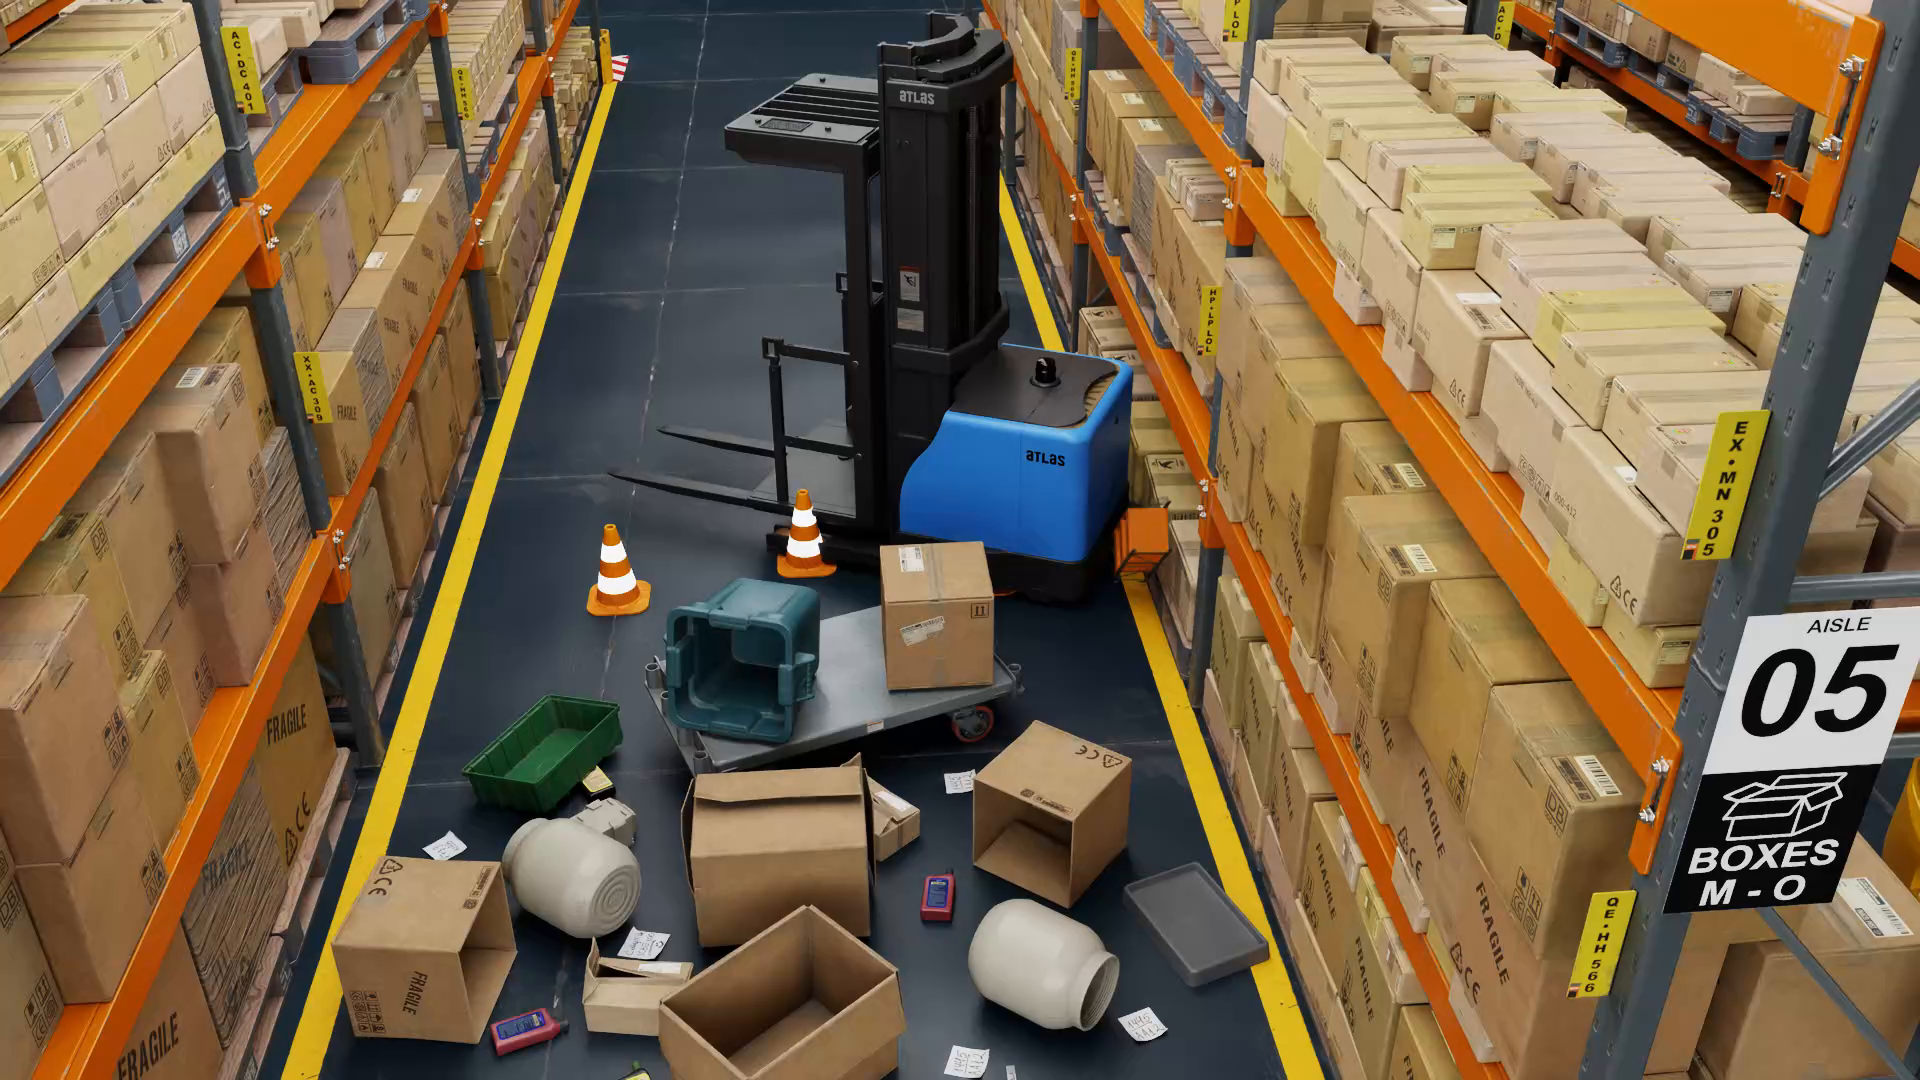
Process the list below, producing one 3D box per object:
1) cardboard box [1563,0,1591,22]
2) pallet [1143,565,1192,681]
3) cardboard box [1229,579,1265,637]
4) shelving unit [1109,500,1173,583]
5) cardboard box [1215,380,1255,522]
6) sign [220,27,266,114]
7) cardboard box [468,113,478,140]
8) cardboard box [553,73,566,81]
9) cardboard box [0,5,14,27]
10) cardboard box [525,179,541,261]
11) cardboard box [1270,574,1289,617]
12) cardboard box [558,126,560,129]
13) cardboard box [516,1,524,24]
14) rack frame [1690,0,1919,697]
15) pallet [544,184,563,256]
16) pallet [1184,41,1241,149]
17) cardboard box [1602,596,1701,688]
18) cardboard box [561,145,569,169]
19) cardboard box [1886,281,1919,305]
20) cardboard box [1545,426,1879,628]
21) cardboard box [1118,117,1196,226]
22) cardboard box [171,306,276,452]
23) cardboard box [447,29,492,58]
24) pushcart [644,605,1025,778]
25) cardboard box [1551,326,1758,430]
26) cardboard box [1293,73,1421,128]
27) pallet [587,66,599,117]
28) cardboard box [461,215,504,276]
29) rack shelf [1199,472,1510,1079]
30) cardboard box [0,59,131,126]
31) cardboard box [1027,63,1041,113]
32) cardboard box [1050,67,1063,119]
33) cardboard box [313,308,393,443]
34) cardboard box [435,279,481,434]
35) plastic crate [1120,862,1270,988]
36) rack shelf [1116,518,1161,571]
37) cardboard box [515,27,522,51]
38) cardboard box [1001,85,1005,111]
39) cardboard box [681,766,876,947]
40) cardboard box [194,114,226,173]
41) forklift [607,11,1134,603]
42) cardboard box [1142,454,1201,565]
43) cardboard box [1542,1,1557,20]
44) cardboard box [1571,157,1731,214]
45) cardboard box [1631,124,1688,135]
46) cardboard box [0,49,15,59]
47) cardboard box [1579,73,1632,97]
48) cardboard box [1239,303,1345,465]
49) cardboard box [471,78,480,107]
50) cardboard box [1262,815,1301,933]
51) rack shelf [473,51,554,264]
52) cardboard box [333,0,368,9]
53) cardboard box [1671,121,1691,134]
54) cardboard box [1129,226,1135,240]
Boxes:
[{"bbox_3d":[5.672,-4.783,14.325,0.700,0.500,0.500,-2,31,-3],"label":"cardboard box"},{"bbox_3d":[1.581,0.307,9.031,1.003,0.211,1.213,-3,31,-5],"label":"pallet"},{"bbox_3d":[1.393,0.288,7.251,0.380,0.149,0.250,-2,31,-4],"label":"cardboard box"},{"bbox_3d":[0.947,0.020,8.796,0.215,0.252,1.050,0,-10,-1],"label":"shelving unit"},{"bbox_3d":[1.419,-0.426,7.150,0.500,0.500,0.500,-3,31,-5],"label":"cardboard box"},{"bbox_3d":[-2.712,-1.775,6.291,0.100,0.325,0.005,-3,31,-5],"label":"sign"},{"bbox_3d":[-3.529,-2.832,11.401,0.380,0.149,0.250,-1,31,-2],"label":"cardboard box"},{"bbox_3d":[-3.974,-4.358,15.911,0.380,0.149,0.250,-4,31,-7],"label":"cardboard box"},{"bbox_3d":[-8.756,-4.695,14.930,0.380,0.149,0.250,-3,31,-5],"label":"cardboard box"},{"bbox_3d":[-3.600,-2.506,13.048,0.500,0.500,0.500,-3,31,-6],"label":"cardboard box"},{"bbox_3d":[1.484,0.180,6.769,0.380,0.149,0.250,-2,31,-3],"label":"cardboard box"},{"bbox_3d":[-3.840,-3.698,15.097,0.380,0.149,0.250,-3,31,-4],"label":"cardboard box"},{"bbox_3d":[-3.778,-4.295,13.561,0.380,0.149,0.250,-2,31,-3],"label":"cardboard box"},{"bbox_3d":[2.029,-1.026,2.693,1.000,3.000,0.127,-3,31,-5],"label":"rack frame"},{"bbox_3d":[-3.937,-2.694,14.055,1.003,0.211,1.213,-3,31,-5],"label":"pallet"},{"bbox_3d":[1.703,-2.020,7.465,1.213,0.211,1.003,-3,31,-5],"label":"pallet"},{"bbox_3d":[1.717,0.200,3.809,0.380,0.149,0.250,-3,31,-4],"label":"cardboard box"},{"bbox_3d":[-3.726,-3.446,14.965,0.380,0.149,0.250,-4,31,-7],"label":"cardboard box"},{"bbox_3d":[6.336,-1.283,10.880,0.875,0.625,0.625,-2,31,-3],"label":"cardboard box"},{"bbox_3d":[1.713,-0.050,3.840,0.500,0.250,0.500,-3,31,-5],"label":"cardboard box"},{"bbox_3d":[1.205,-2.109,9.558,0.500,0.500,0.500,-2,31,-4],"label":"cardboard box"},{"bbox_3d":[-3.264,-0.542,6.533,0.875,0.550,0.550,-3,31,-5],"label":"cardboard box"},{"bbox_3d":[-3.632,-3.618,12.137,0.380,0.149,0.250,-3,31,-5],"label":"cardboard box"},{"bbox_3d":[-0.610,0.768,8.097,1.648,0.377,0.936,-14,33,-22],"label":"pushcart"},{"bbox_3d":[1.675,-0.394,4.028,0.380,0.149,0.250,-3,31,-5],"label":"cardboard box"},{"bbox_3d":[1.428,-1.572,5.999,0.380,0.149,0.250,-4,31,-6],"label":"cardboard box"},{"bbox_3d":[-4.337,-4.678,17.377,1.003,0.211,1.213,-3,31,-5],"label":"pallet"},{"bbox_3d":[-3.461,-2.039,11.536,0.500,0.250,0.500,-4,31,-7],"label":"cardboard box"},{"bbox_3d":[1.842,0.837,6.125,1.077,0.370,4.000,-3,31,-5],"label":"rack shelf"},{"bbox_3d":[-2.843,-1.393,5.193,0.380,0.149,0.250,-2,31,-4],"label":"cardboard box"},{"bbox_3d":[0.805,-3.494,12.820,0.500,0.250,0.500,-3,31,-5],"label":"cardboard box"},{"bbox_3d":[0.931,-3.182,11.811,0.500,0.250,0.500,-4,31,-6],"label":"cardboard box"},{"bbox_3d":[-3.093,-0.786,8.044,0.500,0.500,0.500,-3,31,-4],"label":"cardboard box"},{"bbox_3d":[-3.670,-1.146,10.527,1.050,0.750,0.750,-3,31,-5],"label":"cardboard box"},{"bbox_3d":[0.985,1.601,6.991,0.402,0.080,0.583,-14,33,-22],"label":"plastic crate"},{"bbox_3d":[0.947,0.022,8.806,0.215,0.240,0.259,0,-10,-1],"label":"rack shelf"},{"bbox_3d":[-3.752,-4.035,13.416,0.380,0.149,0.250,-3,31,-4],"label":"cardboard box"},{"bbox_3d":[0.871,-4.440,16.348,0.875,0.438,0.875,-4,31,-6],"label":"cardboard box"},{"bbox_3d":[-0.752,1.310,6.934,0.797,0.637,0.503,-3,31,-5],"label":"cardboard box"},{"bbox_3d":[-2.912,-1.437,6.043,0.380,0.149,0.250,-3,31,-5],"label":"cardboard box"},{"bbox_3d":[-0.585,-1.367,9.180,3.031,2.935,1.130,11,32,17],"label":"forklift"},{"bbox_3d":[1.533,-0.180,9.279,0.950,0.372,0.625,-1,31,-1],"label":"cardboard box"},{"bbox_3d":[5.568,-4.860,15.206,0.380,0.149,0.250,-2,31,-4],"label":"cardboard box"},{"bbox_3d":[2.142,-1.077,5.170,0.380,0.149,0.250,-2,31,-4],"label":"cardboard box"},{"bbox_3d":[5.802,-3.343,13.818,0.380,0.149,0.250,-2,31,-3],"label":"cardboard box"},{"bbox_3d":[-3.497,-1.516,5.786,0.500,0.250,0.500,-3,31,-4],"label":"cardboard box"},{"bbox_3d":[5.690,-4.004,14.634,0.380,0.149,0.250,-4,31,-7],"label":"cardboard box"},{"bbox_3d":[1.506,-0.596,6.460,0.700,0.500,0.500,-3,31,-4],"label":"cardboard box"},{"bbox_3d":[-3.563,-3.106,11.571,0.380,0.149,0.250,-3,31,-4],"label":"cardboard box"},{"bbox_3d":[1.555,1.364,6.813,0.500,0.250,0.500,-3,31,-5],"label":"cardboard box"},{"bbox_3d":[-3.825,-2.959,12.480,1.077,0.370,4.000,-3,31,-5],"label":"rack shelf"},{"bbox_3d":[-3.196,-2.926,8.194,0.500,0.500,0.500,-3,31,-5],"label":"cardboard box"},{"bbox_3d":[6.254,-3.498,14.077,0.380,0.149,0.250,-2,31,-3],"label":"cardboard box"},{"bbox_3d":[1.204,-1.884,9.815,0.380,0.149,0.250,-1,31,-2],"label":"cardboard box"}]
